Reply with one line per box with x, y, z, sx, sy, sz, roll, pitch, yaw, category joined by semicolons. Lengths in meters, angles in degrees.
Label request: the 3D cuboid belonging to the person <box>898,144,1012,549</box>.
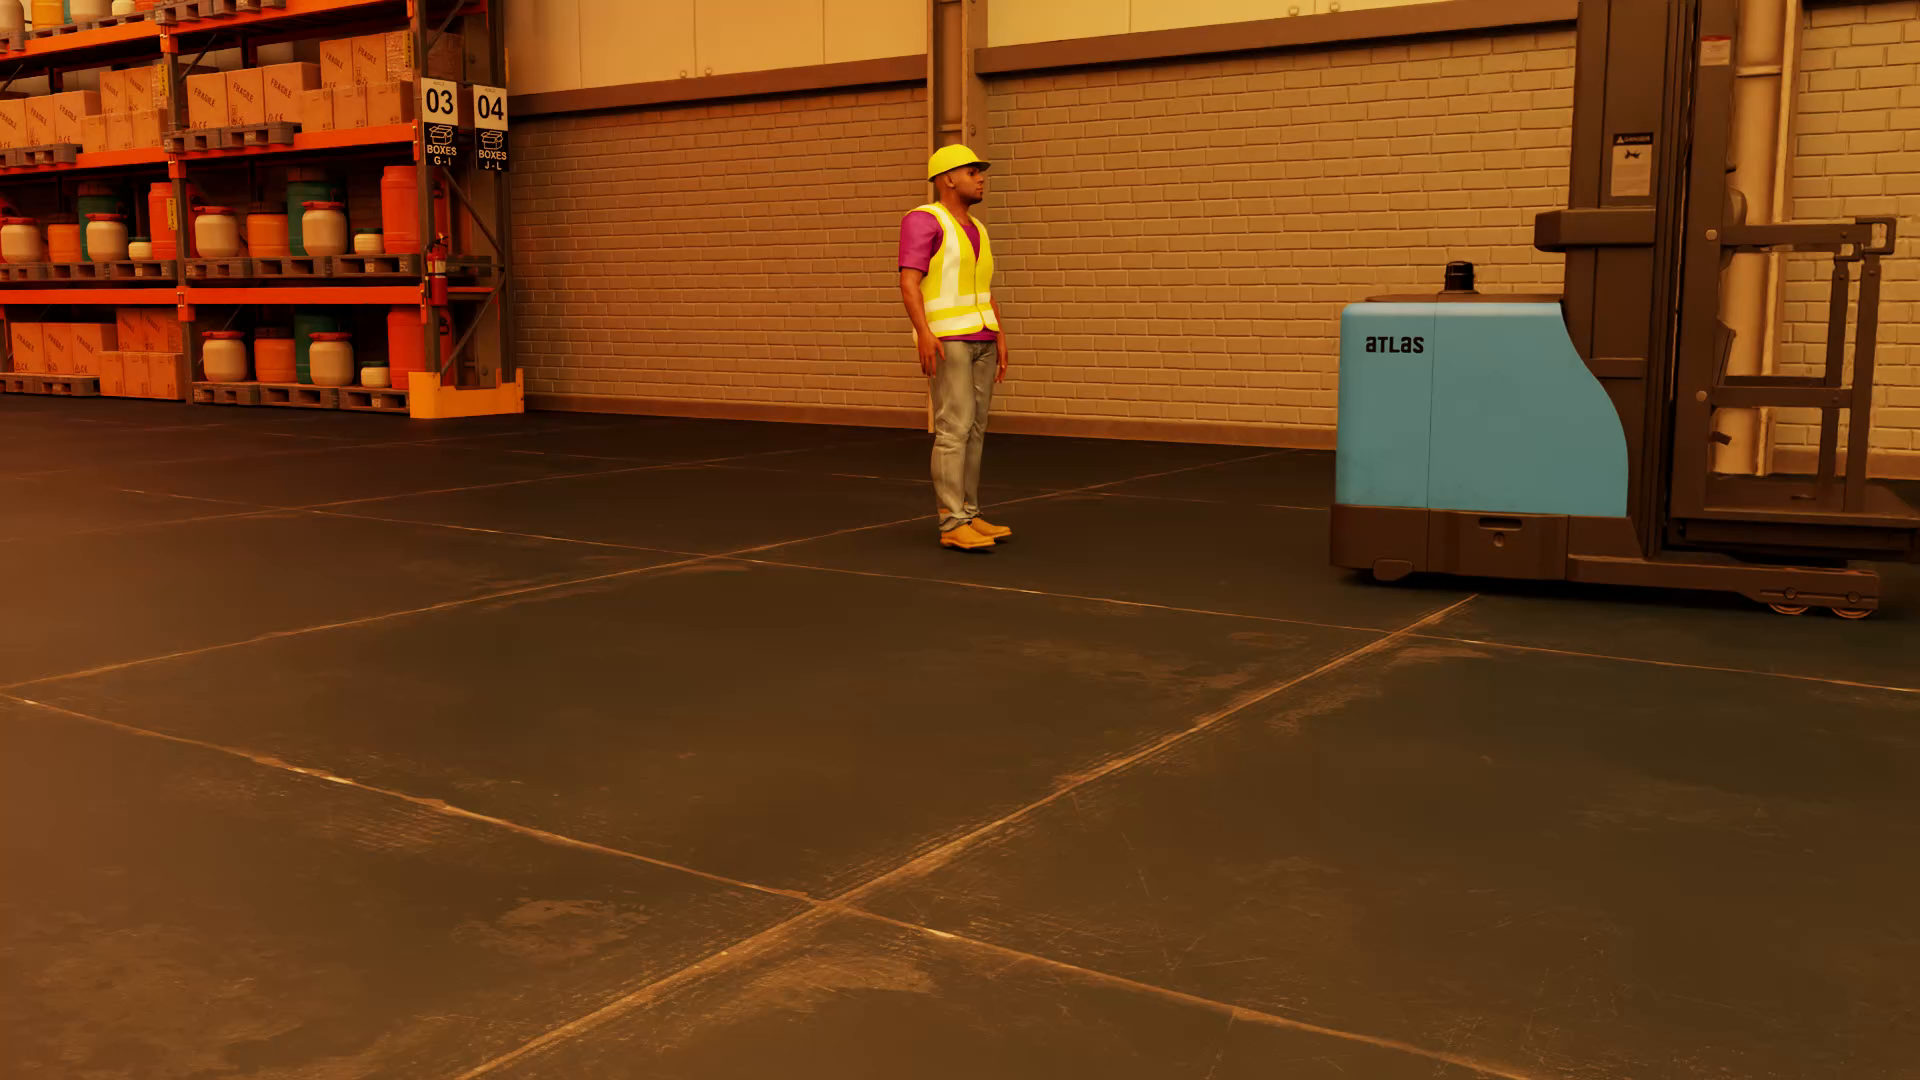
0.055;-0.875;7.435;0.575;1.768;0.666;5;10;34;person

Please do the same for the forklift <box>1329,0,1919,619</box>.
2.999;-1.265;6.088;3.031;2.935;1.130;3;9;22;forklift
